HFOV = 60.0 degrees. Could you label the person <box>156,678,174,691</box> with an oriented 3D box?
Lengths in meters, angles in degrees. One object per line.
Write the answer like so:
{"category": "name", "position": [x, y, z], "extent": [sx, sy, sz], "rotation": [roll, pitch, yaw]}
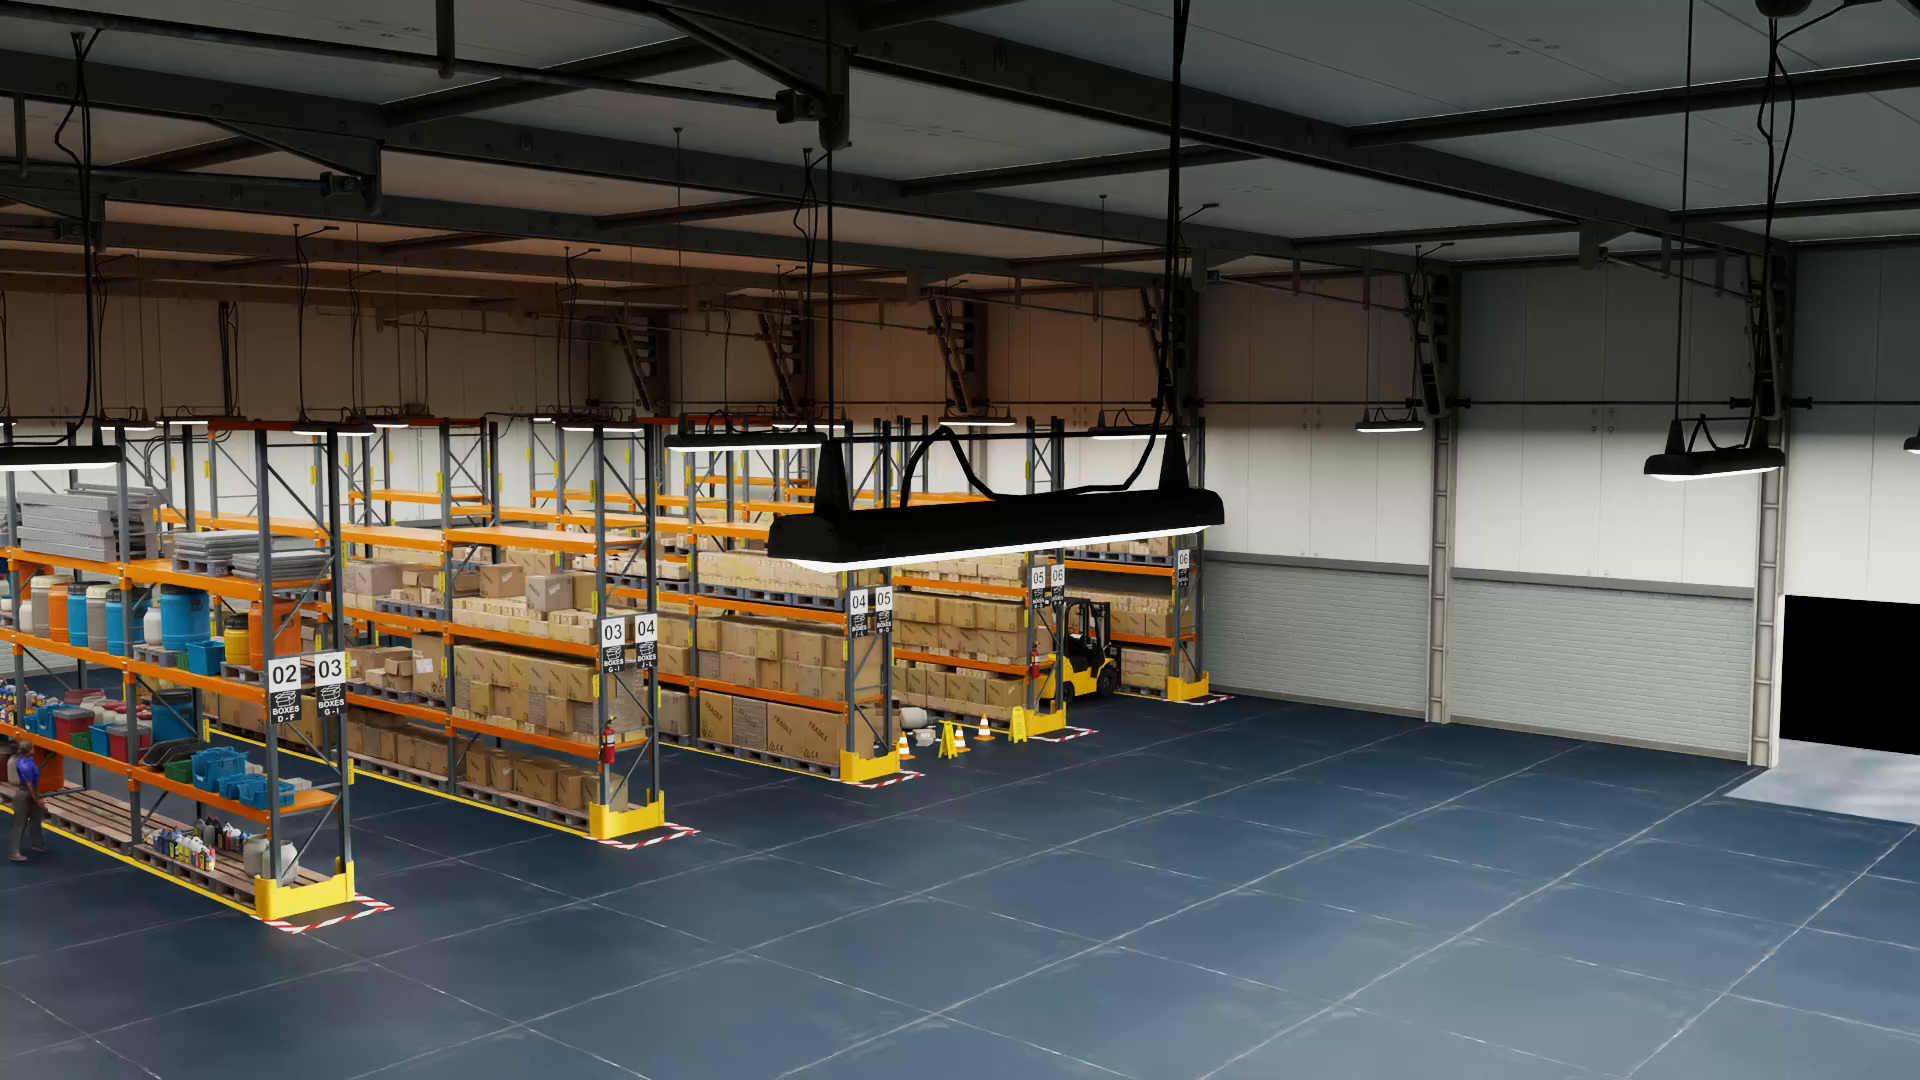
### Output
{"category": "person", "position": [-14.628, 2.965, 30.573], "extent": [0.473, 1.681, 0.367], "rotation": [4, 6, 41]}

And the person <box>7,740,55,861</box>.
{"category": "person", "position": [-12.968, 3.609, 23.154], "extent": [0.521, 1.693, 0.636], "rotation": [-2, 5, -19]}
